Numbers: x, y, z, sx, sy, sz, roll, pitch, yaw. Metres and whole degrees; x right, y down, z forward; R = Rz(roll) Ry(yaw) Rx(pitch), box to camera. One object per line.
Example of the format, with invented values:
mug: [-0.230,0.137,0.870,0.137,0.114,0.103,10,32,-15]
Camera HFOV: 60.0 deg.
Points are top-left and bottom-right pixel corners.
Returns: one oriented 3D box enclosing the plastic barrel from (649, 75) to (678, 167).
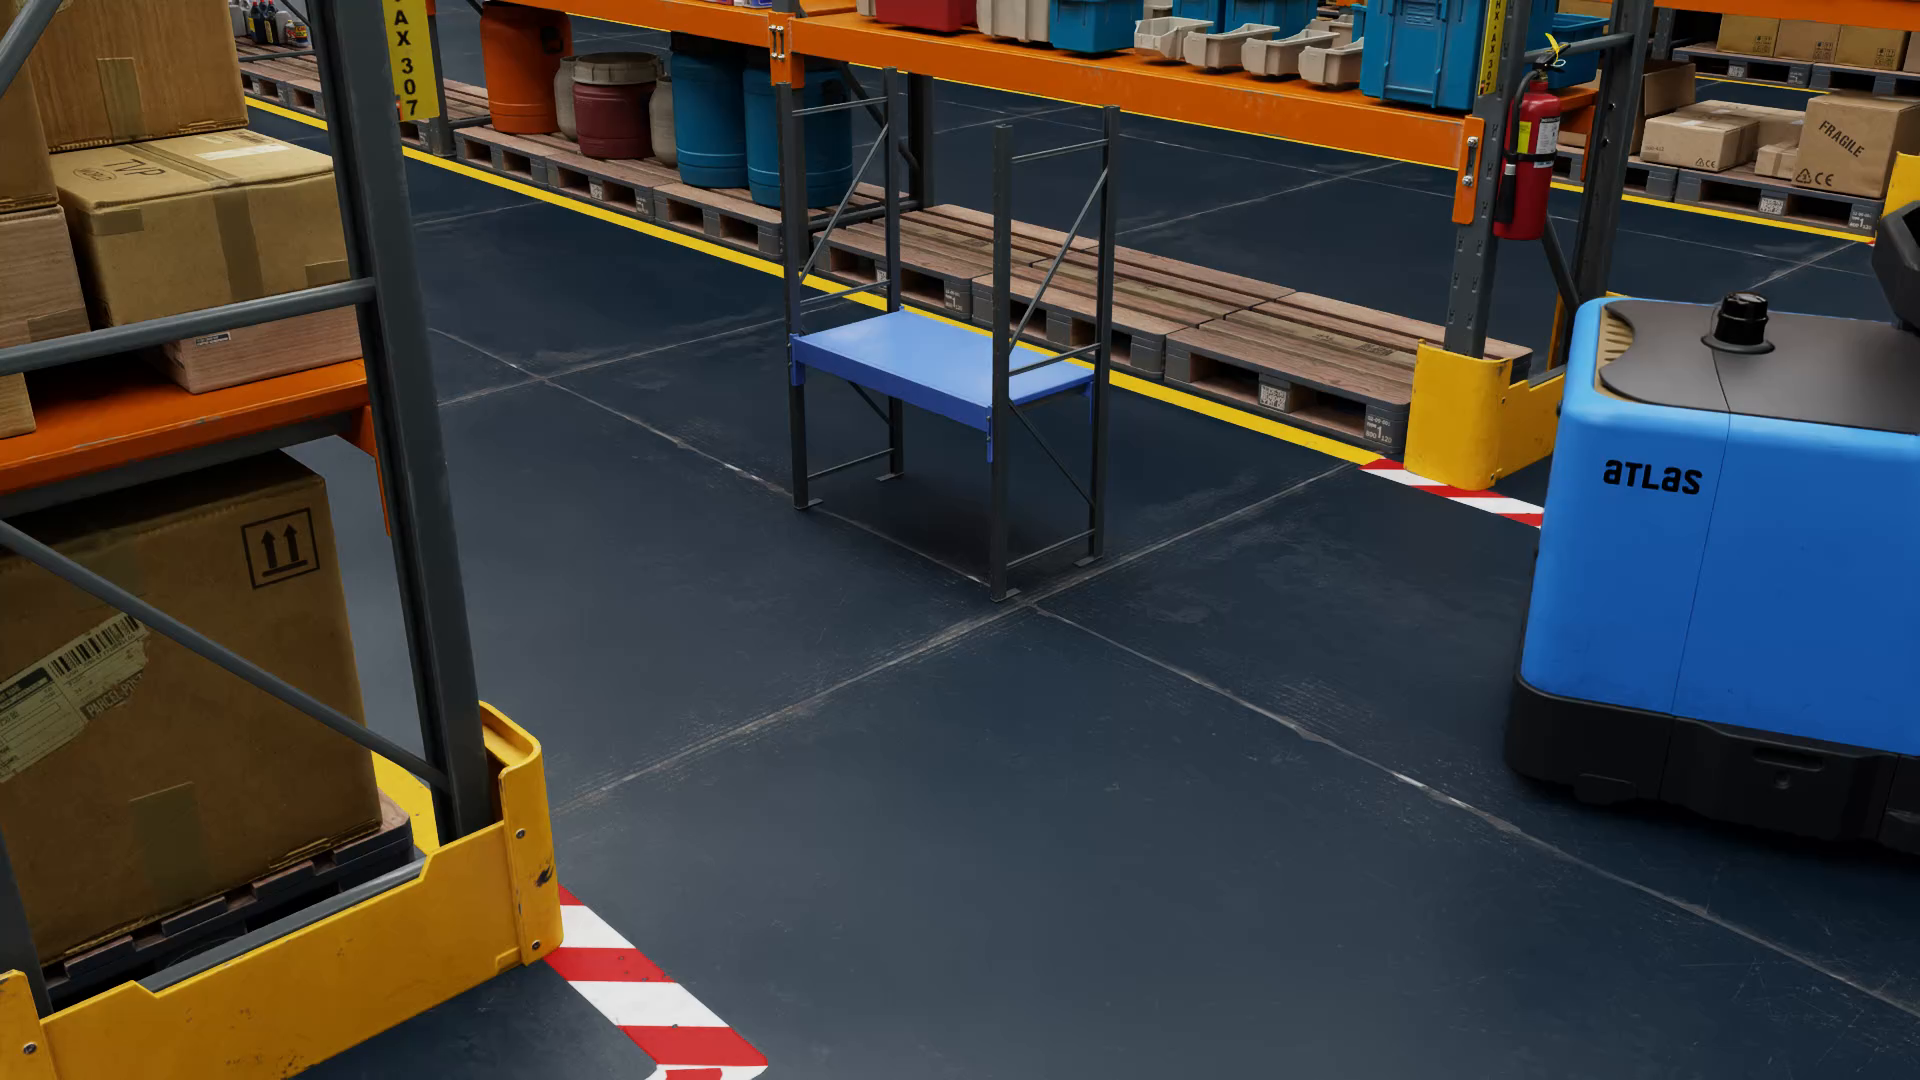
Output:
plastic barrel: [-1.714,-2.607,10.342,0.421,0.512,0.421,0,25,0]

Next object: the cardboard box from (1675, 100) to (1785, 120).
cardboard box: [4.955,-2.657,10.743,0.500,0.250,0.500,-21,32,-38]

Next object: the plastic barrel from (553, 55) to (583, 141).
plastic barrel: [-2.486,-2.949,11.092,0.421,0.512,0.421,0,25,0]

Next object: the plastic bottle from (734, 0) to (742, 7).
plastic bottle: [-1.154,-2.932,8.802,0.097,0.201,0.097,0,25,0]

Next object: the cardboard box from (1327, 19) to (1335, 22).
cardboard box: [2.916,-3.650,12.618,0.500,0.500,0.500,22,33,39]

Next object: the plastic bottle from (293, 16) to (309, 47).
plastic bottle: [-5.915,-4.571,14.912,0.097,0.271,0.097,0,25,0]

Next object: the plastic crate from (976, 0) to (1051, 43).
plastic crate: [0.360,-2.426,7.524,0.437,0.282,0.530,-21,32,-38]

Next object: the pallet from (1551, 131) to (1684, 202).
pallet: [4.375,-2.524,11.030,1.003,0.211,1.213,-21,32,-38]

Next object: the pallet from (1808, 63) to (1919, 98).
pallet: [7.983,-3.887,14.016,1.003,0.211,1.213,-21,32,-38]

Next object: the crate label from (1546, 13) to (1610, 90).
crate label: [2.256,-1.875,6.375,0.416,0.233,0.303,-21,32,-38]

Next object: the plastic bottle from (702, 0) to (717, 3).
plastic bottle: [-1.305,-3.049,8.969,0.152,0.276,0.135,-21,32,-38]

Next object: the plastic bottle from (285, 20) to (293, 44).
plastic bottle: [-6.054,-4.601,15.062,0.097,0.201,0.097,0,25,0]

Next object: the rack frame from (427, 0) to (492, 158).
rack frame: [-3.284,-4.179,11.297,1.000,3.000,0.127,-21,32,-38]

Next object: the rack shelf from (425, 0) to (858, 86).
rack shelf: [-1.917,-3.246,10.118,1.077,0.370,4.000,-21,32,-38]

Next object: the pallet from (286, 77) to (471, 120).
pallet: [-4.614,-3.526,13.224,1.003,0.211,1.213,-21,32,-38]

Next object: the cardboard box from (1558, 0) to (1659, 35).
cardboard box: [6.143,-5.151,15.511,0.750,0.750,0.750,-21,32,-38]

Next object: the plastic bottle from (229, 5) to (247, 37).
plastic bottle: [-6.777,-4.851,15.520,0.152,0.276,0.135,-21,32,-38]

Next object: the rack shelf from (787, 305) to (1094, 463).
rack shelf: [-0.058,-0.545,5.570,0.538,0.185,1.000,-21,32,-38]

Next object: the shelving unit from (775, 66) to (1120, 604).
shelving unit: [-0.058,-0.708,5.495,0.538,1.500,1.048,-21,32,-38]

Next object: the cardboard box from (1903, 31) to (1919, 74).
cardboard box: [8.178,-4.107,13.645,0.500,0.500,0.700,23,33,40]

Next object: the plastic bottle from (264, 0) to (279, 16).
plastic bottle: [-6.266,-4.748,15.206,0.144,0.351,0.185,-20,31,-37]

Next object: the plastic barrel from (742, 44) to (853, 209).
plastic barrel: [-0.909,-2.373,9.361,0.600,0.901,0.708,-21,32,-38]

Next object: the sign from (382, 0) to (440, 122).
sign: [-1.022,-0.936,3.049,0.100,0.325,0.005,-21,32,-38]

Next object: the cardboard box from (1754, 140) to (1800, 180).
cardboard box: [5.040,-2.314,10.091,0.380,0.166,0.250,-21,32,-38]

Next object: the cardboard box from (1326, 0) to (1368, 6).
cardboard box: [4.355,-5.943,17.246,0.750,0.750,0.750,-22,32,-39]

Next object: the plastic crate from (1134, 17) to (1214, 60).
plastic crate: [0.883,-2.112,7.011,0.298,0.136,0.250,-21,32,-38]

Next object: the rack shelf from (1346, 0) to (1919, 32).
rack shelf: [4.436,-3.438,10.539,1.077,0.370,4.000,-21,32,-38]

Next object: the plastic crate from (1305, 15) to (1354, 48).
plastic crate: [1.633,-2.157,7.110,0.250,0.136,0.298,-21,32,-38]

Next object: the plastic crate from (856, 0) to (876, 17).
plastic crate: [-0.336,-2.693,8.285,0.396,0.136,0.243,-21,32,-38]

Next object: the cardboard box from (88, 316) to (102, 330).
cardboard box: [-1.785,-0.592,3.736,0.380,0.149,0.250,-22,33,-40]

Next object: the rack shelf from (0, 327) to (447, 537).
rack shelf: [-2.798,-0.629,4.381,1.077,0.370,4.000,-21,32,-38]

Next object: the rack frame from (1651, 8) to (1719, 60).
rack frame: [6.682,-5.778,14.801,1.000,3.000,0.127,-21,32,-38]

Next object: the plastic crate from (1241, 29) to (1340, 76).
plastic crate: [1.307,-1.950,6.657,0.396,0.136,0.243,-21,32,-38]

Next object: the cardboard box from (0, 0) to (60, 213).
cardboard box: [-1.956,-0.832,2.878,0.500,0.500,0.500,-21,32,-38]

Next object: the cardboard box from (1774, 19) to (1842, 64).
cardboard box: [7.459,-4.423,14.336,0.700,0.500,0.500,-22,32,-39]

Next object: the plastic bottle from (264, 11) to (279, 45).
plastic bottle: [-6.234,-4.636,15.041,0.061,0.283,0.133,-21,32,-38]

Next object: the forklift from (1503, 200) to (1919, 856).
forklift: [2.988,-0.653,3.650,3.031,2.935,1.130,9,26,19]

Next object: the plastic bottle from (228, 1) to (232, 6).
plastic bottle: [-6.929,-5.006,15.860,0.152,0.276,0.135,-22,33,-40]

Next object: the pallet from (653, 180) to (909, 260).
pallet: [-1.047,-1.944,9.757,1.003,0.211,1.213,-21,32,-38]

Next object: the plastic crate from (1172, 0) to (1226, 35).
plastic crate: [1.151,-2.365,7.449,0.416,0.233,0.300,-21,32,-38]

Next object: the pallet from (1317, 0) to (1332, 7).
pallet: [3.415,-5.958,18.556,1.003,0.211,1.213,-21,32,-38]

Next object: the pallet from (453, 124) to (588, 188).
pallet: [-2.714,-2.683,11.378,1.003,0.211,1.213,-21,32,-38]

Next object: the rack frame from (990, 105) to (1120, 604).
rack frame: [0.289,-0.554,5.158,0.500,1.500,0.032,-21,32,-38]

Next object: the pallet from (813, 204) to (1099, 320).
pallet: [-0.019,-1.487,8.755,1.003,0.211,1.213,-21,32,-38]

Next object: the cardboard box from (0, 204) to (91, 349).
cardboard box: [-1.956,-0.489,3.030,0.500,0.250,0.500,-22,32,-39]

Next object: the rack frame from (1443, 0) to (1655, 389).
rack frame: [2.184,-1.755,5.984,1.000,3.000,0.127,-21,32,-38]

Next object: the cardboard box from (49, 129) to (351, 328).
cardboard box: [-1.562,-0.639,3.360,0.500,0.250,0.500,-22,33,-40]

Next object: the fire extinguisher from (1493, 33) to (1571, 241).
fire extinguisher: [1.956,-1.376,5.695,0.296,0.674,0.183,-21,32,-38]

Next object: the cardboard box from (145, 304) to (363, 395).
cardboard box: [-1.433,-0.437,3.397,0.380,0.149,0.250,-21,32,-38]

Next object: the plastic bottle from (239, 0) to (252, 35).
plastic bottle: [-6.686,-4.934,15.613,0.144,0.351,0.185,-22,32,-39]

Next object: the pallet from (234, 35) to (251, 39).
pallet: [-7.284,-4.707,15.814,1.003,0.211,1.213,-21,32,-38]

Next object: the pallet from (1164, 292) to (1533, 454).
pallet: [1.649,-0.748,7.134,1.003,0.211,1.213,-21,32,-38]

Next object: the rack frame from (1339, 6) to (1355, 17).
rack frame: [3.069,-4.371,11.718,1.000,3.000,0.127,-21,32,-38]

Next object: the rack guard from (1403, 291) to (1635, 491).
rack guard: [2.210,-0.615,6.495,1.175,0.500,0.348,-21,32,-38]
